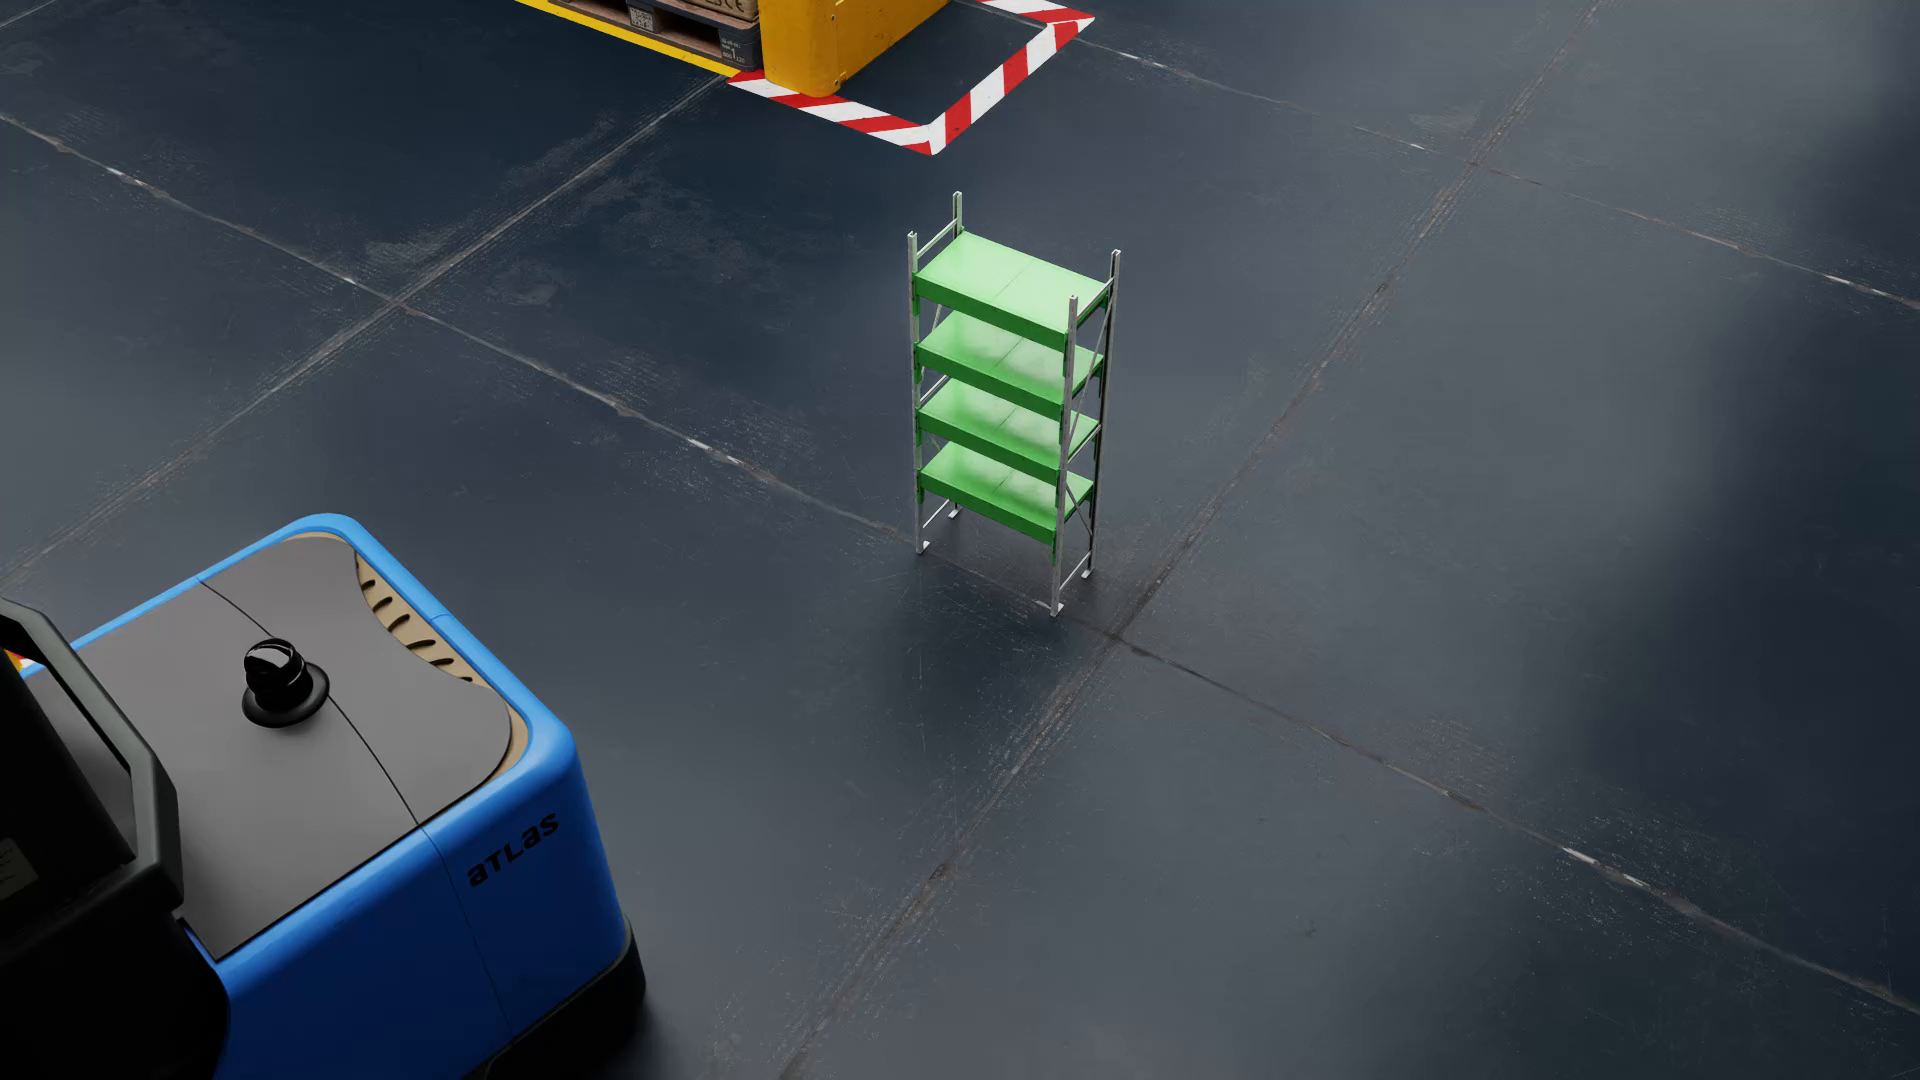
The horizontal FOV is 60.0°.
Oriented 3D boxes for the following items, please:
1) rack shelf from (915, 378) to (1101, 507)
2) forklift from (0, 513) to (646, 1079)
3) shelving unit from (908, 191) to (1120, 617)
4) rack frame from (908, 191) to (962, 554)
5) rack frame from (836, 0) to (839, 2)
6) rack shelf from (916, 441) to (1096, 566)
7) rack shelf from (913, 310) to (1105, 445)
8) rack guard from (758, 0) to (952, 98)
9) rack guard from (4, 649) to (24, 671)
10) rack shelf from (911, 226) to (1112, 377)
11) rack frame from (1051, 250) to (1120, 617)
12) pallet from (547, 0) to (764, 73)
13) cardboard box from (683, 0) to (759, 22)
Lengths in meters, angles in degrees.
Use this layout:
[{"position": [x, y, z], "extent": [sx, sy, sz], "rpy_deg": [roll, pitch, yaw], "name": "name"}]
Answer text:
[{"position": [0.139, -0.310, 4.803], "extent": [0.480, 0.148, 0.258], "rpy_deg": [25, 51, 22], "name": "rack shelf"}, {"position": [-2.177, 0.624, 2.600], "extent": [3.031, 2.935, 1.130], "rpy_deg": [-35, 55, -29], "name": "forklift"}, {"position": [0.139, -0.354, 4.757], "extent": [0.503, 1.200, 0.258], "rpy_deg": [25, 51, 22], "name": "shelving unit"}, {"position": [-0.066, -0.449, 4.849], "extent": [0.015, 1.200, 0.240], "rpy_deg": [25, 51, 22], "name": "rack frame"}, {"position": [-0.430, -3.337, 6.401], "extent": [0.127, 3.000, 1.000], "rpy_deg": [25, 51, 22], "name": "rack frame"}, {"position": [0.139, -0.142, 4.975], "extent": [0.480, 0.148, 0.258], "rpy_deg": [25, 51, 22], "name": "rack shelf"}, {"position": [0.139, -0.477, 4.631], "extent": [0.480, 0.148, 0.258], "rpy_deg": [25, 51, 22], "name": "rack shelf"}, {"position": [-0.410, -2.457, 7.288], "extent": [0.348, 0.500, 1.175], "rpy_deg": [25, 51, 22], "name": "rack guard"}, {"position": [-3.171, 0.503, 4.413], "extent": [0.348, 0.500, 1.175], "rpy_deg": [25, 51, 22], "name": "rack guard"}, {"position": [0.139, -0.644, 4.459], "extent": [0.480, 0.148, 0.258], "rpy_deg": [25, 51, 22], "name": "rack shelf"}, {"position": [0.345, -0.260, 4.666], "extent": [0.015, 1.200, 0.240], "rpy_deg": [25, 51, 22], "name": "rack frame"}, {"position": [-1.146, -2.627, 7.656], "extent": [1.213, 0.211, 1.003], "rpy_deg": [25, 51, 22], "name": "pallet"}, {"position": [-1.040, -2.786, 7.359], "extent": [0.875, 0.438, 0.875], "rpy_deg": [23, 50, 21], "name": "cardboard box"}]
